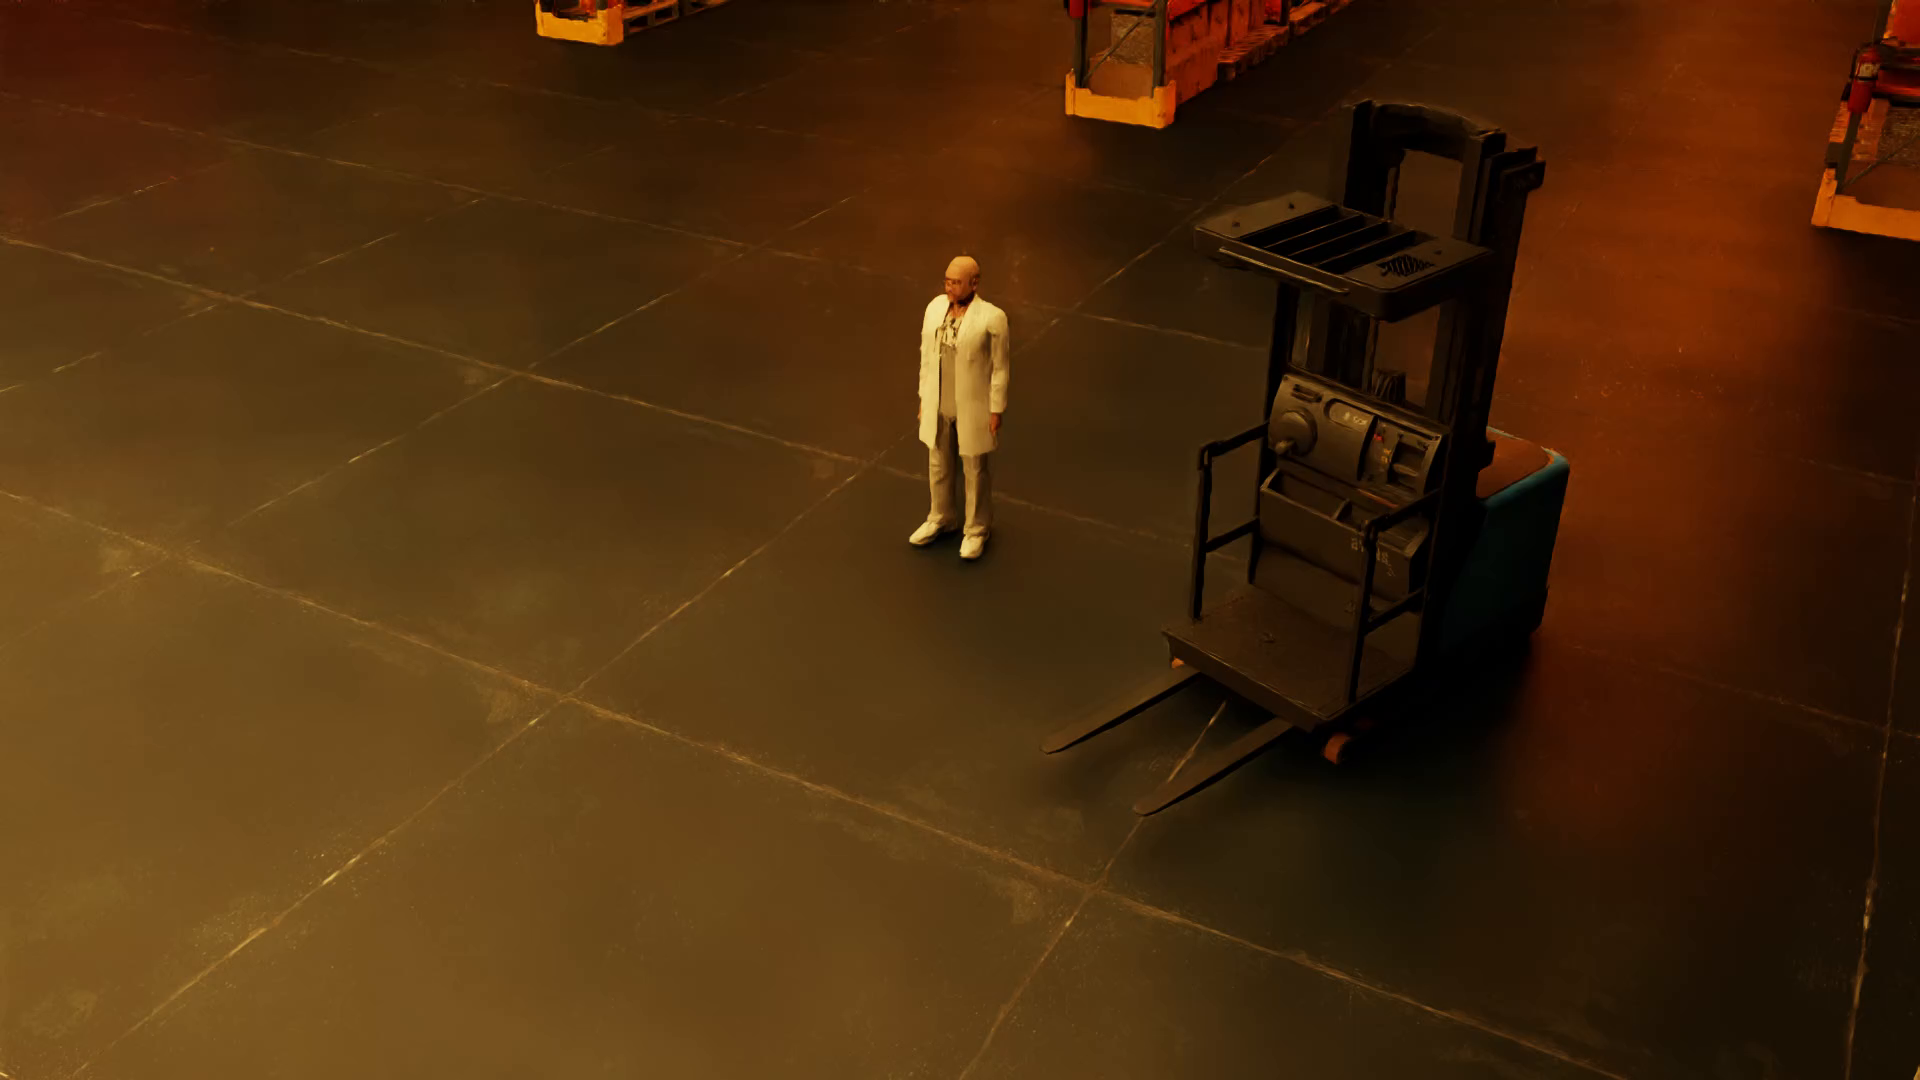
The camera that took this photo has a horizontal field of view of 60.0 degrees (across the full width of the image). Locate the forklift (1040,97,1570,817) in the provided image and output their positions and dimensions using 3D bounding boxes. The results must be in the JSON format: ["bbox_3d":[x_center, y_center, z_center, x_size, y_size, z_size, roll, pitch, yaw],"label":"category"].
[{"bbox_3d":[1.735,-0.467,7.880,3.031,2.935,1.130,-24,37,-35],"label":"forklift"}]

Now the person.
[{"bbox_3d":[-0.011,-0.760,9.536,0.558,1.783,0.377,15,33,25],"label":"person"}]
